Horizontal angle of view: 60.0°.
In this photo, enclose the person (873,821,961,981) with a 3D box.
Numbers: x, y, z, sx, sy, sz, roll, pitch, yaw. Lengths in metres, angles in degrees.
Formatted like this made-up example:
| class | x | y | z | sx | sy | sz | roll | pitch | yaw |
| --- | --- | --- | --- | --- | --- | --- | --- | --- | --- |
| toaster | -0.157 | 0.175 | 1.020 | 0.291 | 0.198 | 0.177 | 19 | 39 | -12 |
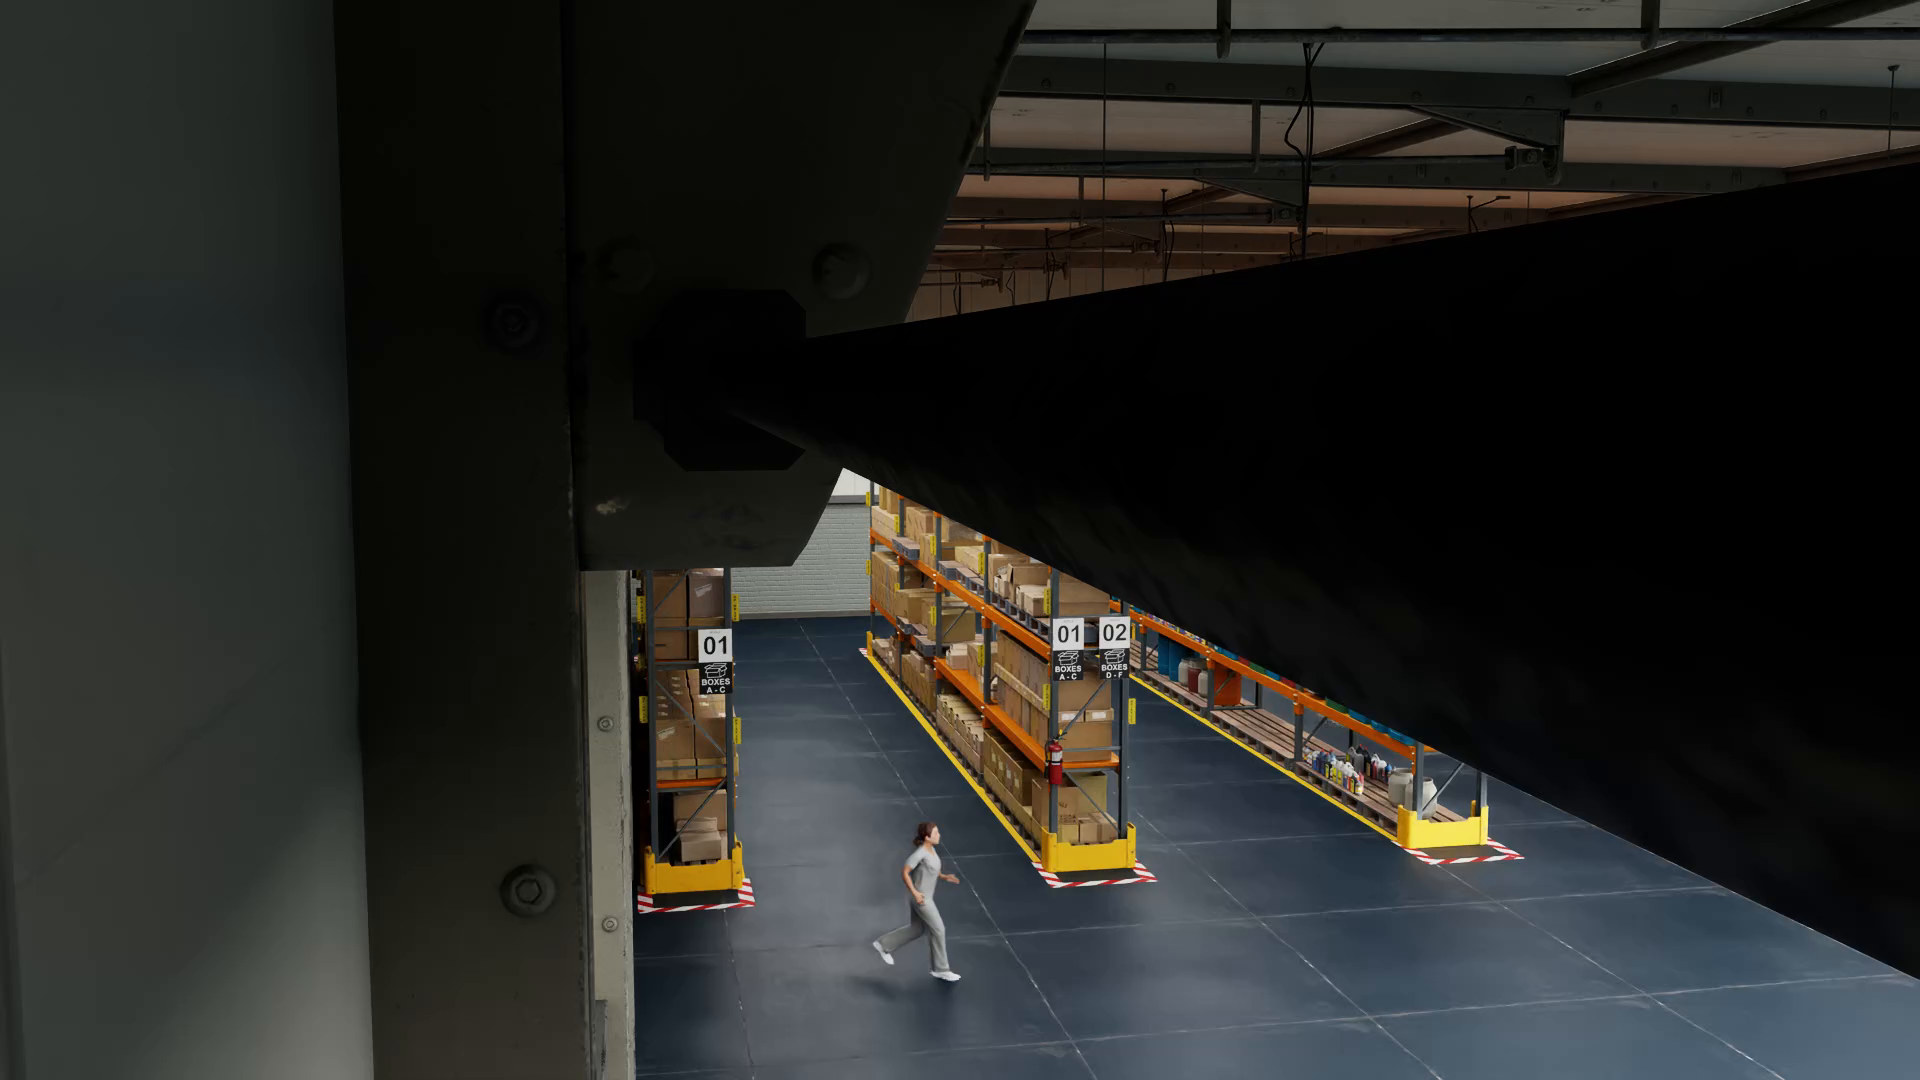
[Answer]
| class | x | y | z | sx | sy | sz | roll | pitch | yaw |
| --- | --- | --- | --- | --- | --- | --- | --- | --- | --- |
| person | -0.430 | 3.719 | 17.199 | 0.887 | 1.661 | 0.539 | 1 | 6 | 9 |
